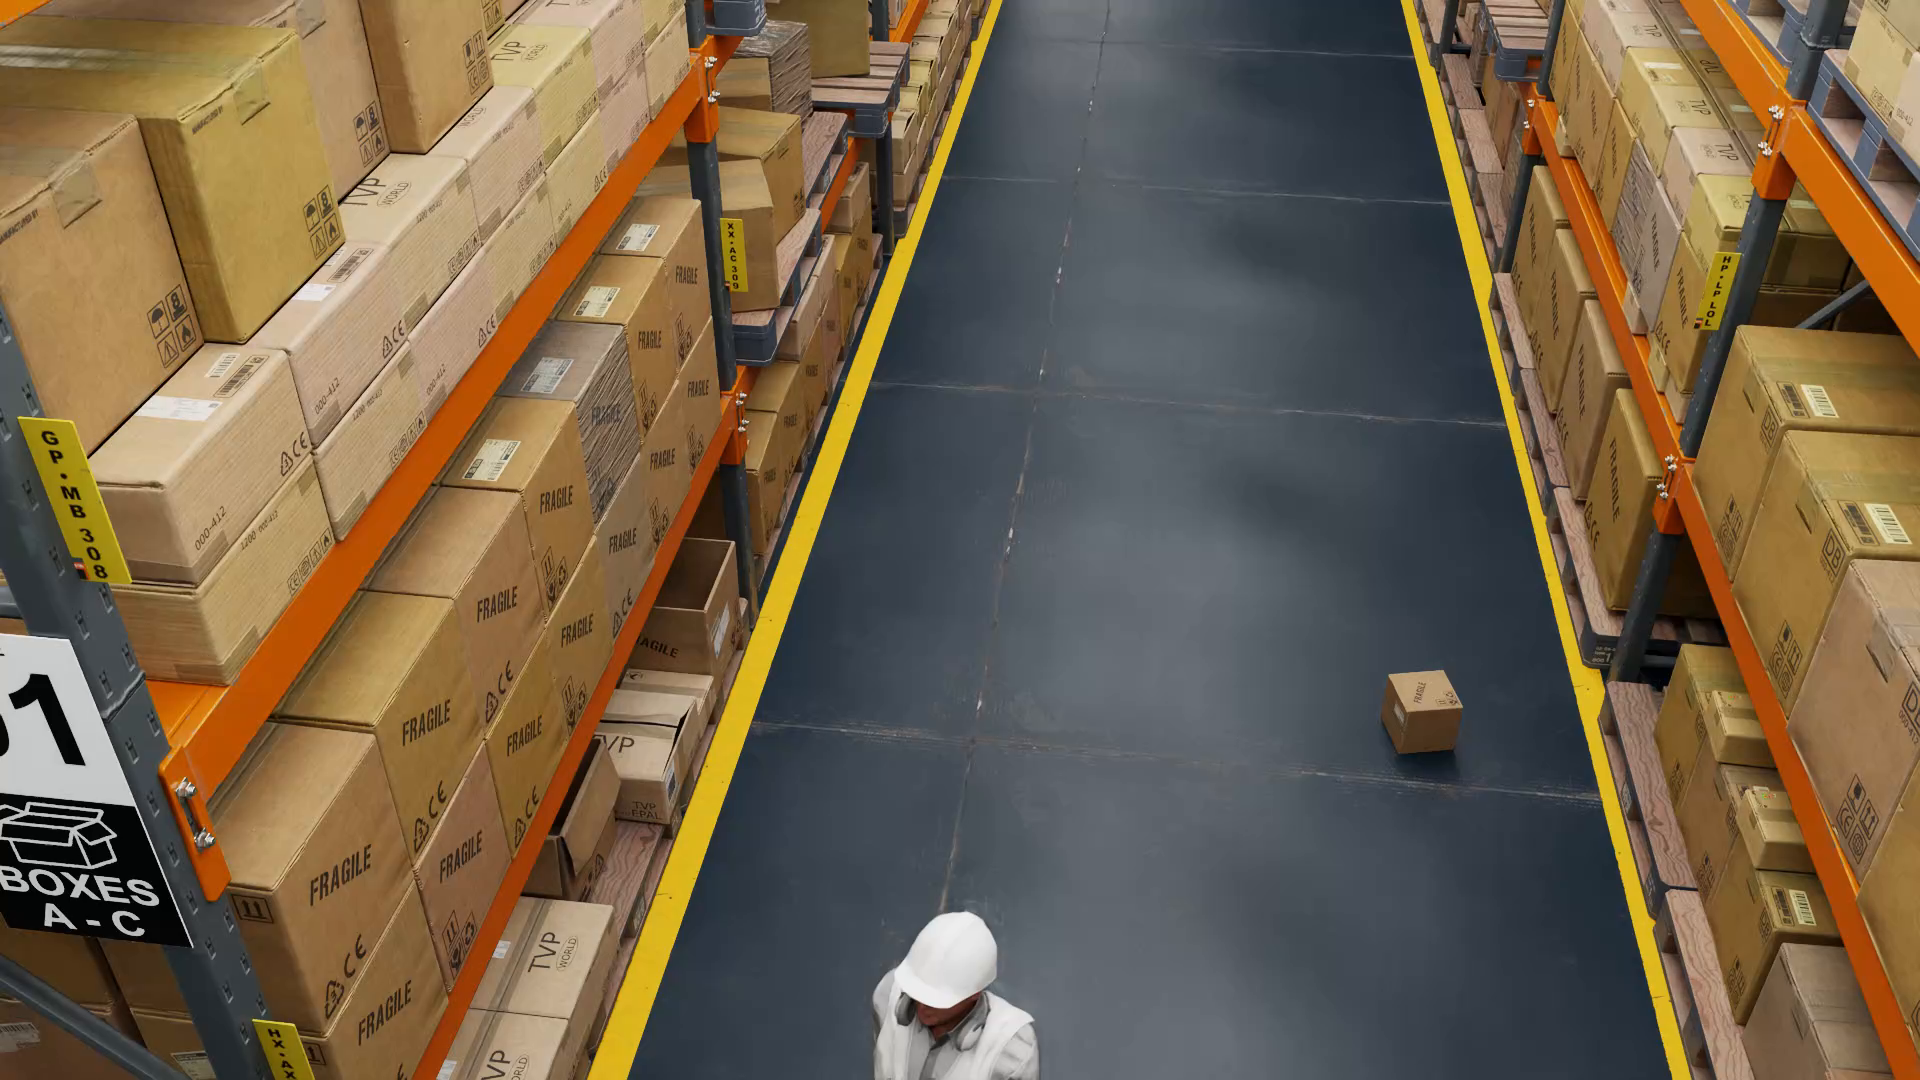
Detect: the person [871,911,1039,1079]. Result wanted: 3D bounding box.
[{"bbox_3d":[-0.068,1.746,4.589,0.551,1.753,0.897,16,39,21],"label":"person"}]
